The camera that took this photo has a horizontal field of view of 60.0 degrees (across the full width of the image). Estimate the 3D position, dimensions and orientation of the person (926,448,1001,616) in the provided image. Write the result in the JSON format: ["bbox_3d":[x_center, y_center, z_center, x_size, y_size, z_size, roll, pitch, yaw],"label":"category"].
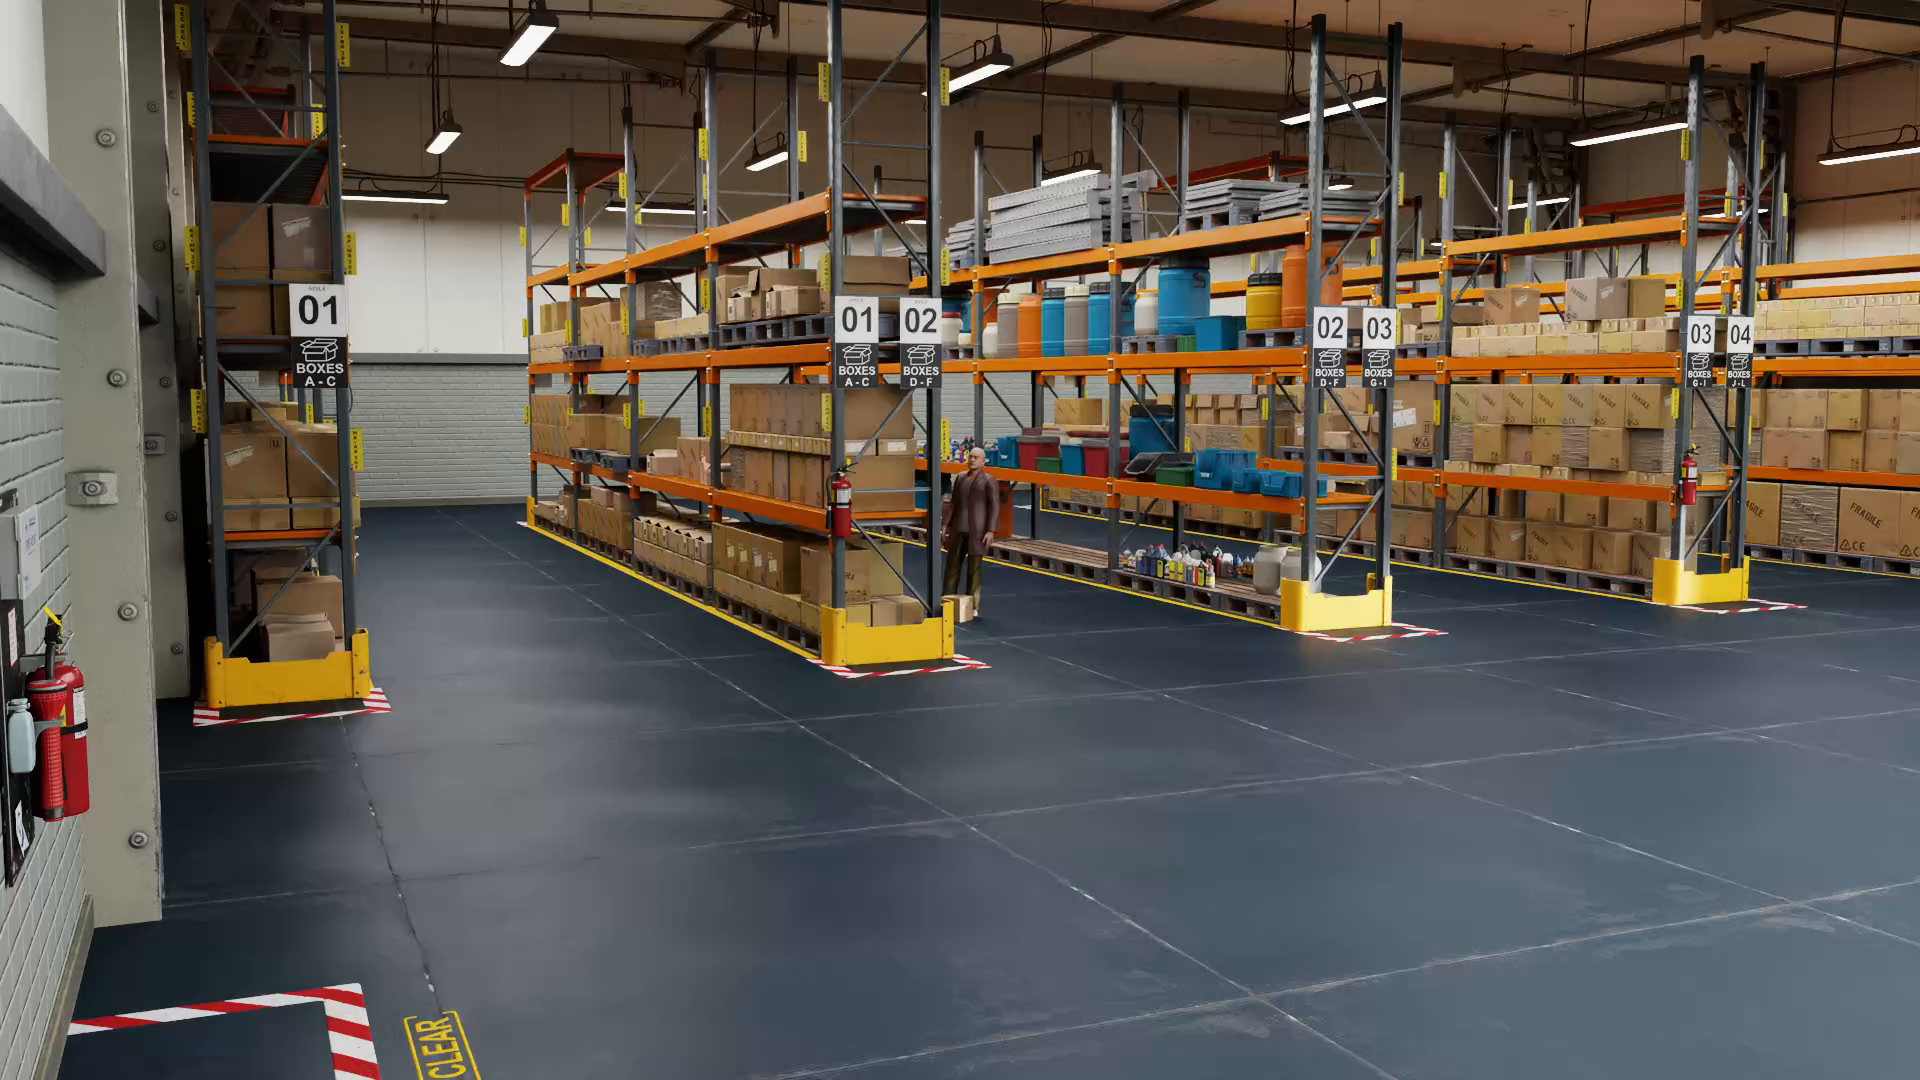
[{"bbox_3d":[0.051,-0.073,17.394,0.695,1.776,0.580,4,6,34],"label":"person"}]
